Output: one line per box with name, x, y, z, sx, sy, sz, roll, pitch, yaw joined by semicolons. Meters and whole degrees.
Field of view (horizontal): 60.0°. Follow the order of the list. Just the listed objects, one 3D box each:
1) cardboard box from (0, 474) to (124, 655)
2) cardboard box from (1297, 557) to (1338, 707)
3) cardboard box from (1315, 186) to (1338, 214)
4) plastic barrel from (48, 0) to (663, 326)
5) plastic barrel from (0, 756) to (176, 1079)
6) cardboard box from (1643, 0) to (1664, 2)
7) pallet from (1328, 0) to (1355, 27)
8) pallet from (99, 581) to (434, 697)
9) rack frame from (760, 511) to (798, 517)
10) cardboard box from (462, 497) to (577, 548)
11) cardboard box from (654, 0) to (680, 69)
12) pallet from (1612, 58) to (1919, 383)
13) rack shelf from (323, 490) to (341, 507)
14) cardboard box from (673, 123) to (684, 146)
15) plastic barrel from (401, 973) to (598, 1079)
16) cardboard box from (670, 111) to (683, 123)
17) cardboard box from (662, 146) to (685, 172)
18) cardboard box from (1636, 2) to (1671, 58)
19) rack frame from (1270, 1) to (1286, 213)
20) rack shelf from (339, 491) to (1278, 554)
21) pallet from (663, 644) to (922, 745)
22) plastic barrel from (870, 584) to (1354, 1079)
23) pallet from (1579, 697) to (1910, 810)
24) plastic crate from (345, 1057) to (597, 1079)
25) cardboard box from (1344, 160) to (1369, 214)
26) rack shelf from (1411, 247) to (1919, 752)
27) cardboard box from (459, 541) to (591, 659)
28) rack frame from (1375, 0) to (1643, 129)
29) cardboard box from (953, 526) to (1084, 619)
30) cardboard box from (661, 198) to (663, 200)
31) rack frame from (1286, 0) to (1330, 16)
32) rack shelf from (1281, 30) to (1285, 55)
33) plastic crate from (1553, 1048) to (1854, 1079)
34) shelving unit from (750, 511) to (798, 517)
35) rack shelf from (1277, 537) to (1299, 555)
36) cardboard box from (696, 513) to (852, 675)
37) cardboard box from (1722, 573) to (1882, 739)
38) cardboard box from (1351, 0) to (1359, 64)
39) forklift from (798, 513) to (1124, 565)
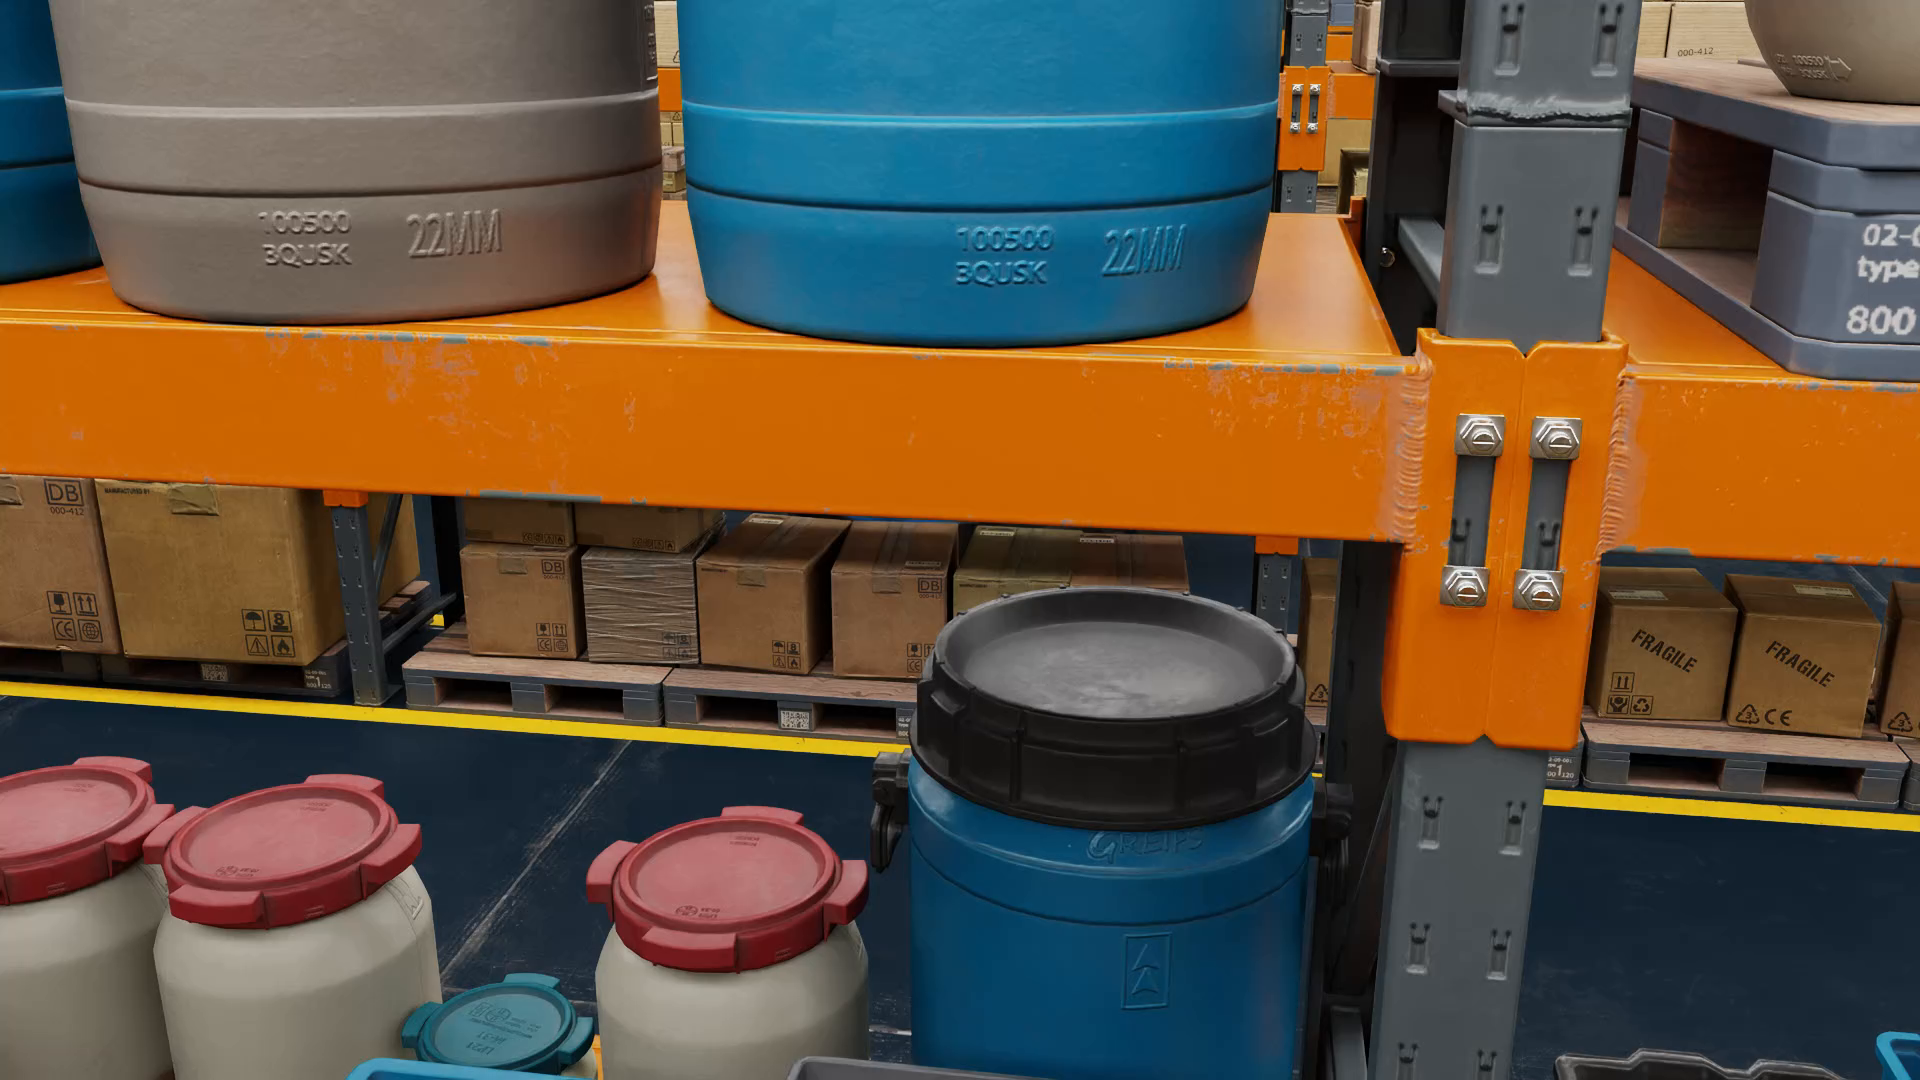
cardboard box;-4.165;-0.101;8.065;0.875;0.875;1.225;3;19;9
cardboard box;1.730;0.399;7.161;0.500;0.500;0.500;2;19;7
cardboard box;2.594;-2.225;11.489;0.550;0.550;0.875;3;19;9
plastic barrel;-0.627;-0.719;1.707;0.600;0.901;0.600;0;18;0
plastic barrel;-1.506;0.692;2.794;0.433;0.535;0.433;0;18;0
cardboard box;2.401;-2.036;6.042;0.250;0.149;0.380;3;19;10
pallet;3.034;-3.505;10.963;1.213;0.211;1.003;3;19;9
pallet;-3.374;0.438;8.162;1.213;0.211;1.003;3;19;9
rack frame;-1.064;-0.572;9.582;0.240;1.200;0.006;3;23;10
cardboard box;-1.942;-0.176;7.665;0.500;0.250;0.500;4;19;11
cardboard box;-1.168;-2.020;6.623;0.500;0.250;0.500;3;19;10
pallet;1.284;-0.395;1.828;1.003;0.211;1.213;3;19;9
rack shelf;-4.583;-0.581;7.945;4.000;0.370;1.077;3;19;9
cardboard box;-2.570;-4.081;16.720;0.500;0.250;0.500;2;19;7
plastic barrel;-0.727;0.883;2.656;0.301;0.262;0.301;0;18;0
cardboard box;-2.585;-4.442;16.618;0.500;0.500;0.500;3;19;9
cardboard box;-2.151;-2.816;12.289;0.250;0.149;0.380;3;19;9
cardboard box;2.268;-1.843;6.094;0.500;0.250;0.500;3;19;8
rack frame;2.228;-2.169;11.557;0.127;3.000;1.000;3;19;9
rack shelf;-0.633;-0.379;7.343;4.000;0.370;1.077;3;19;9
pallet;-0.636;0.603;7.668;1.213;0.211;1.003;3;19;9
plastic barrel;0.222;0.580;2.553;0.708;0.901;0.600;3;19;9
pallet;3.218;0.786;7.122;1.213;0.211;1.003;3;19;9
plastic crate;-0.583;0.981;2.168;0.575;0.384;0.392;3;19;9
cardboard box;1.745;-1.180;6.401;0.500;0.500;0.500;3;19;9
rack shelf;2.530;-0.049;1.628;4.000;0.370;1.077;3;19;9
cardboard box;-1.943;0.183;7.775;0.500;0.500;0.700;2;19;6
rack frame;0.556;-1.913;1.339;0.127;3.000;1.000;3;19;9
cardboard box;0.271;0.289;7.457;0.500;0.500;0.700;3;19;8
cardboard box;-2.281;-2.331;11.776;0.250;0.149;0.380;3;19;10
rack frame;1.341;-3.465;5.977;0.127;3.000;1.000;3;19;9
rack shelf;0.253;-3.351;11.496;4.000;0.370;1.077;3;19;9
plastic crate;1.052;1.027;2.103;0.504;0.338;0.767;3;19;9
shelving unit;-1.080;-0.537;9.499;0.258;1.200;0.189;3;23;10
rack shelf;3.316;-0.178;6.742;4.000;0.370;1.077;3;19;9
cardboard box;-0.833;0.233;7.625;0.500;0.500;0.700;5;19;13
cardboard box;3.466;0.474;6.936;0.500;0.500;0.500;5;19;14
cardboard box;1.833;-2.030;6.652;0.500;0.250;0.500;4;19;11
forklift;0.524;-1.532;9.762;3.031;2.935;1.130;-15;23;-37
